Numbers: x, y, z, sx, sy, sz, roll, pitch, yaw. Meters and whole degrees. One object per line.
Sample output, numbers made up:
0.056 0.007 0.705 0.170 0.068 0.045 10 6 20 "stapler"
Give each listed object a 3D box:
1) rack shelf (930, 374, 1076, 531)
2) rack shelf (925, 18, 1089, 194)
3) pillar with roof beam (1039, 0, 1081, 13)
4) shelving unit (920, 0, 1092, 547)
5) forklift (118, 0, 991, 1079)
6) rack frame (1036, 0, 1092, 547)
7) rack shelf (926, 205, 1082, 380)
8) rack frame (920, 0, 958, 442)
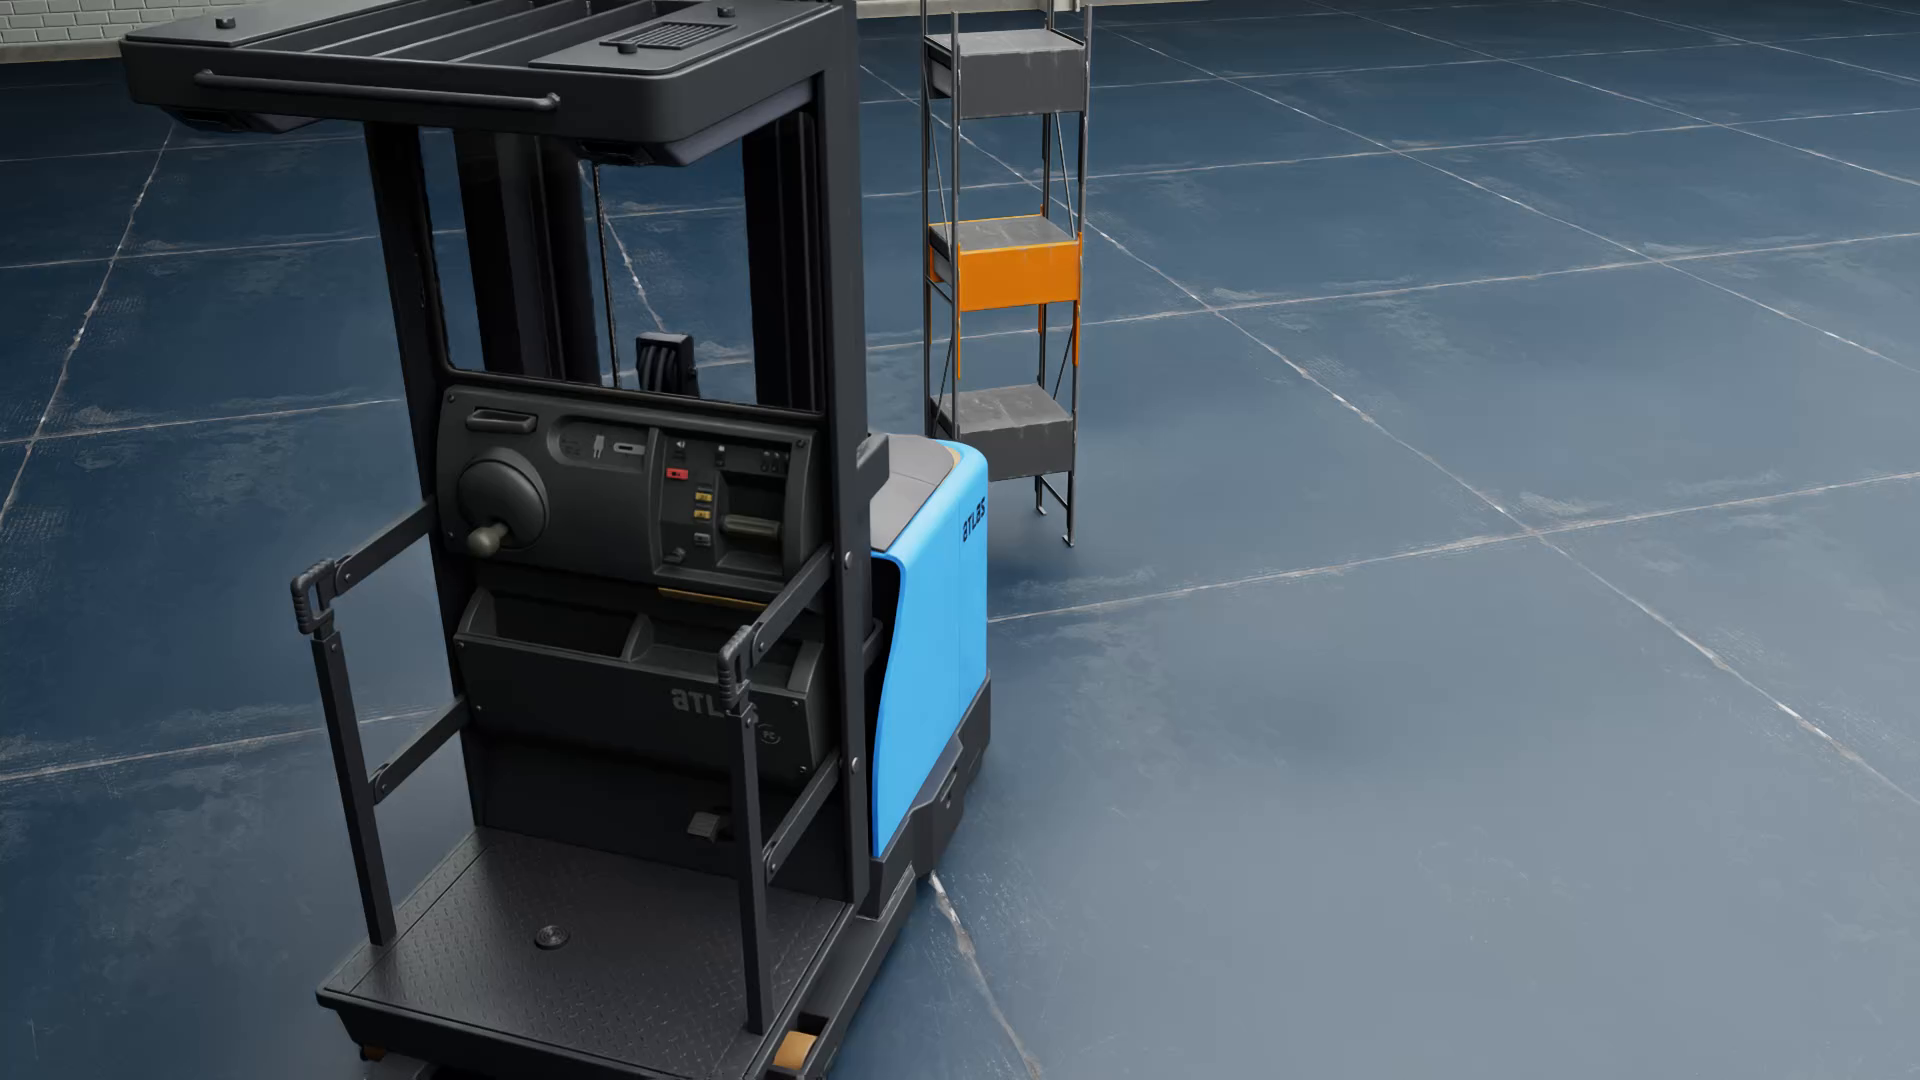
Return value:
0.157 -0.324 6.646 0.480 0.518 0.431 -8 28 -16 "rack shelf"
0.157 -1.578 6.024 0.480 0.518 0.431 -8 28 -16 "rack shelf"
2.456 -8.222 13.192 0.400 9.000 9.100 -8 28 -16 "pillar with roof beam"
0.157 -0.963 6.329 0.503 2.100 0.431 -8 28 -16 "shelving unit"
-0.838 -0.076 3.606 1.130 2.935 3.031 8 28 16 "forklift"
0.389 -0.997 6.397 0.015 2.100 0.400 -8 28 -16 "rack frame"
0.157 -0.951 6.335 0.480 0.518 0.431 -8 28 -16 "rack shelf"
-0.075 -0.930 6.261 0.015 2.100 0.400 -8 28 -16 "rack frame"
